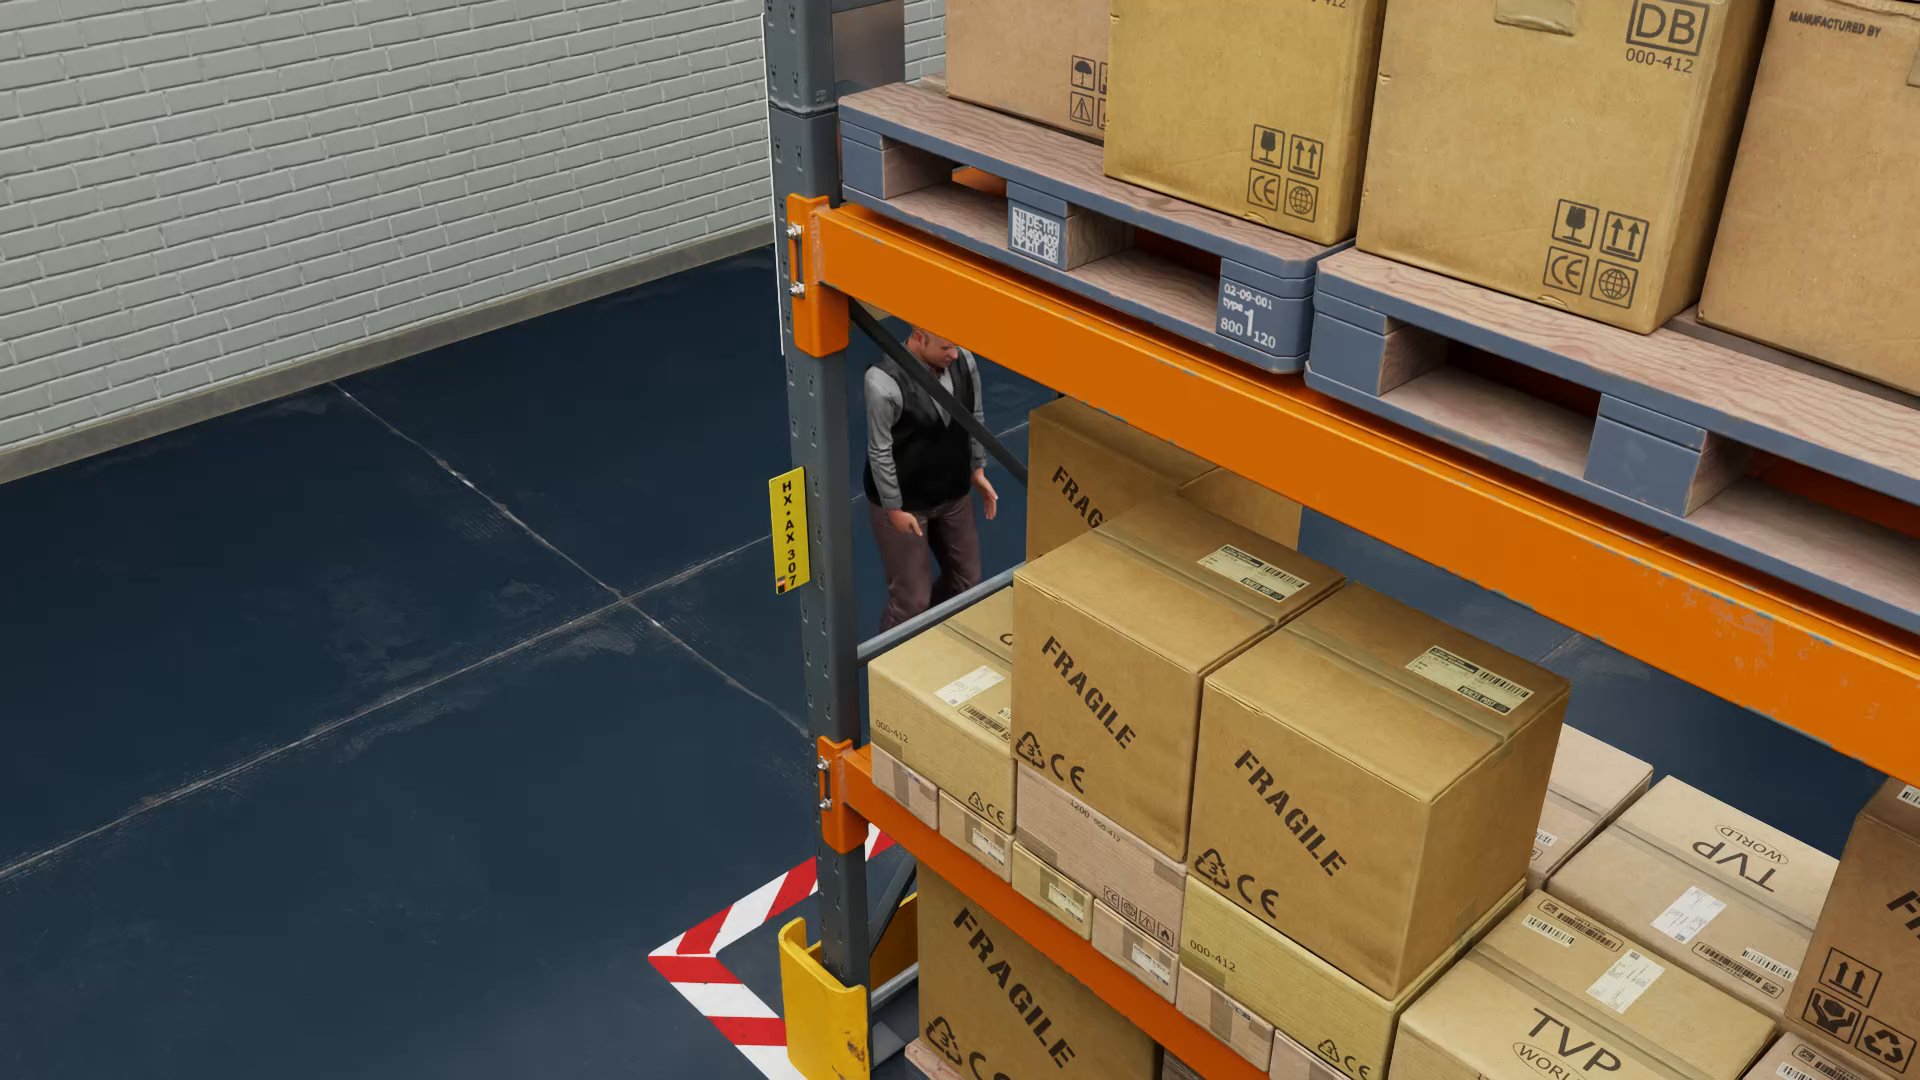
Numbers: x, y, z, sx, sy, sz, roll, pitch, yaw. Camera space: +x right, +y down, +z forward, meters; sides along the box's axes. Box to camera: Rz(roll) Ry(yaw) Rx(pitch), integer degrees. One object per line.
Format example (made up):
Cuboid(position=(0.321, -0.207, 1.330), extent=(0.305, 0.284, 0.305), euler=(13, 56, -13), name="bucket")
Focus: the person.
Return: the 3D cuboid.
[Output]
Cuboid(position=(-0.127, -0.166, 6.467), extent=(0.549, 1.692, 0.390), euler=(-25, 39, -34), name="person")
